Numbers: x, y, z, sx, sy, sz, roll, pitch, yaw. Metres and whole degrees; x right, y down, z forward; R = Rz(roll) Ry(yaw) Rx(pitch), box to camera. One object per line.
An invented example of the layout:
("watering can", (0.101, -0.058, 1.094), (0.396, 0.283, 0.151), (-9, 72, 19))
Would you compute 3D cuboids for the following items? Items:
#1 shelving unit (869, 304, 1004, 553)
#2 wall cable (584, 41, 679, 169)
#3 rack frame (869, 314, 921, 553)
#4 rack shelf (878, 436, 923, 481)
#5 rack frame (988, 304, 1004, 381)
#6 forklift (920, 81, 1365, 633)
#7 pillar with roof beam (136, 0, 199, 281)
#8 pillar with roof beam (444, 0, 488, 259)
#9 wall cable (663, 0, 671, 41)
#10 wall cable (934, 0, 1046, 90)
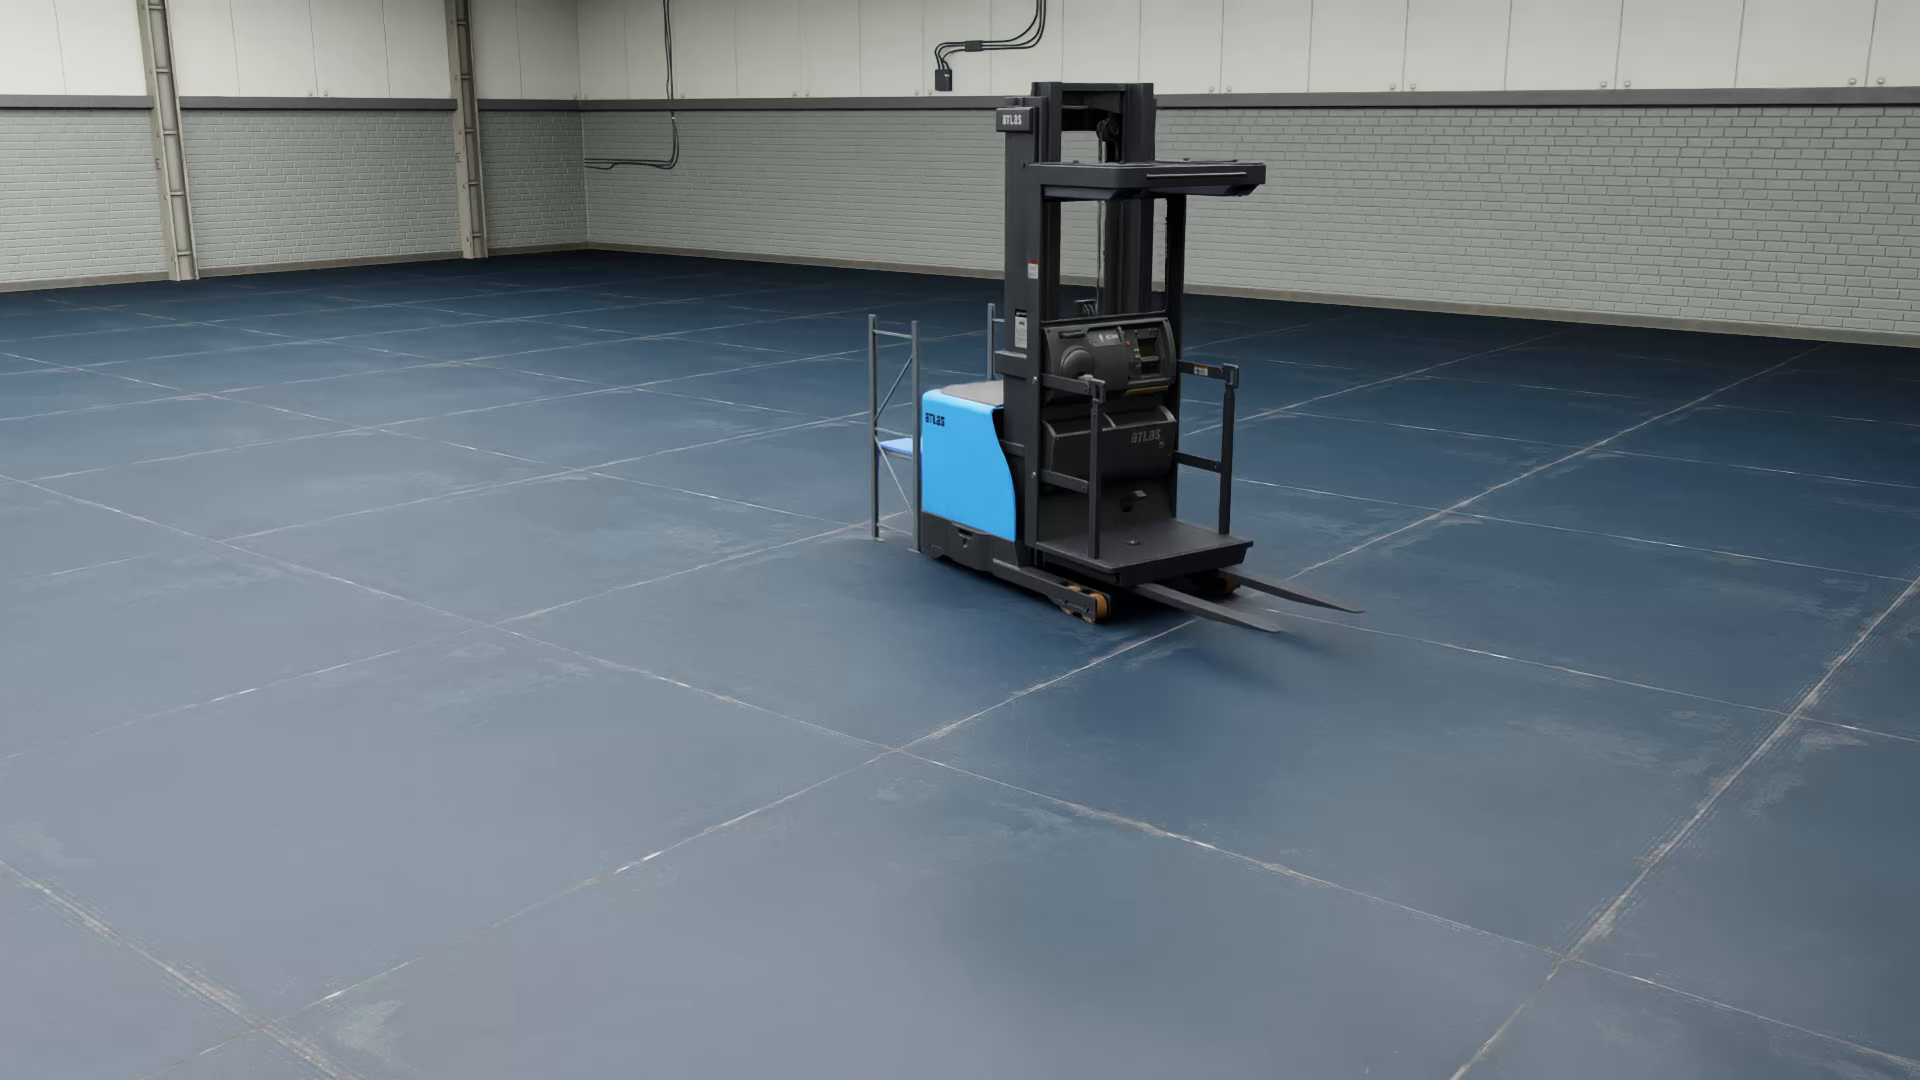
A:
("shelving unit", (-0.031, -0.769, 11.105), (1.048, 1.500, 0.538), (-11, 18, -38))
("wall cable", (-6.894, -8.912, 34.236), (3.097, 2.526, 0.112), (11, 18, 38))
("rack frame", (-0.423, -0.690, 10.792), (0.032, 1.500, 0.500), (-11, 18, -38))
("rack shelf", (-0.031, -0.595, 11.150), (1.000, 0.185, 0.538), (-11, 18, -38))
("rack frame", (0.362, -0.849, 11.419), (0.032, 1.500, 0.500), (-11, 18, -38))
("forklift", (0.998, -1.093, 9.472), (1.130, 2.935, 3.031), (-10, 17, -34))
("pillar with roof beam", (-10.197, -8.243, 25.292), (9.100, 9.000, 0.400), (11, 18, 38))
("pillar with roof beam", (-6.426, -9.392, 29.816), (9.100, 9.000, 0.400), (11, 18, 38))
("wall cable", (-4.790, -10.941, 31.966), (3.097, 2.526, 0.112), (11, 18, 38))
("wall cable", (0.480, -10.593, 27.640), (2.305, 6.003, 0.169), (11, 18, 38))
